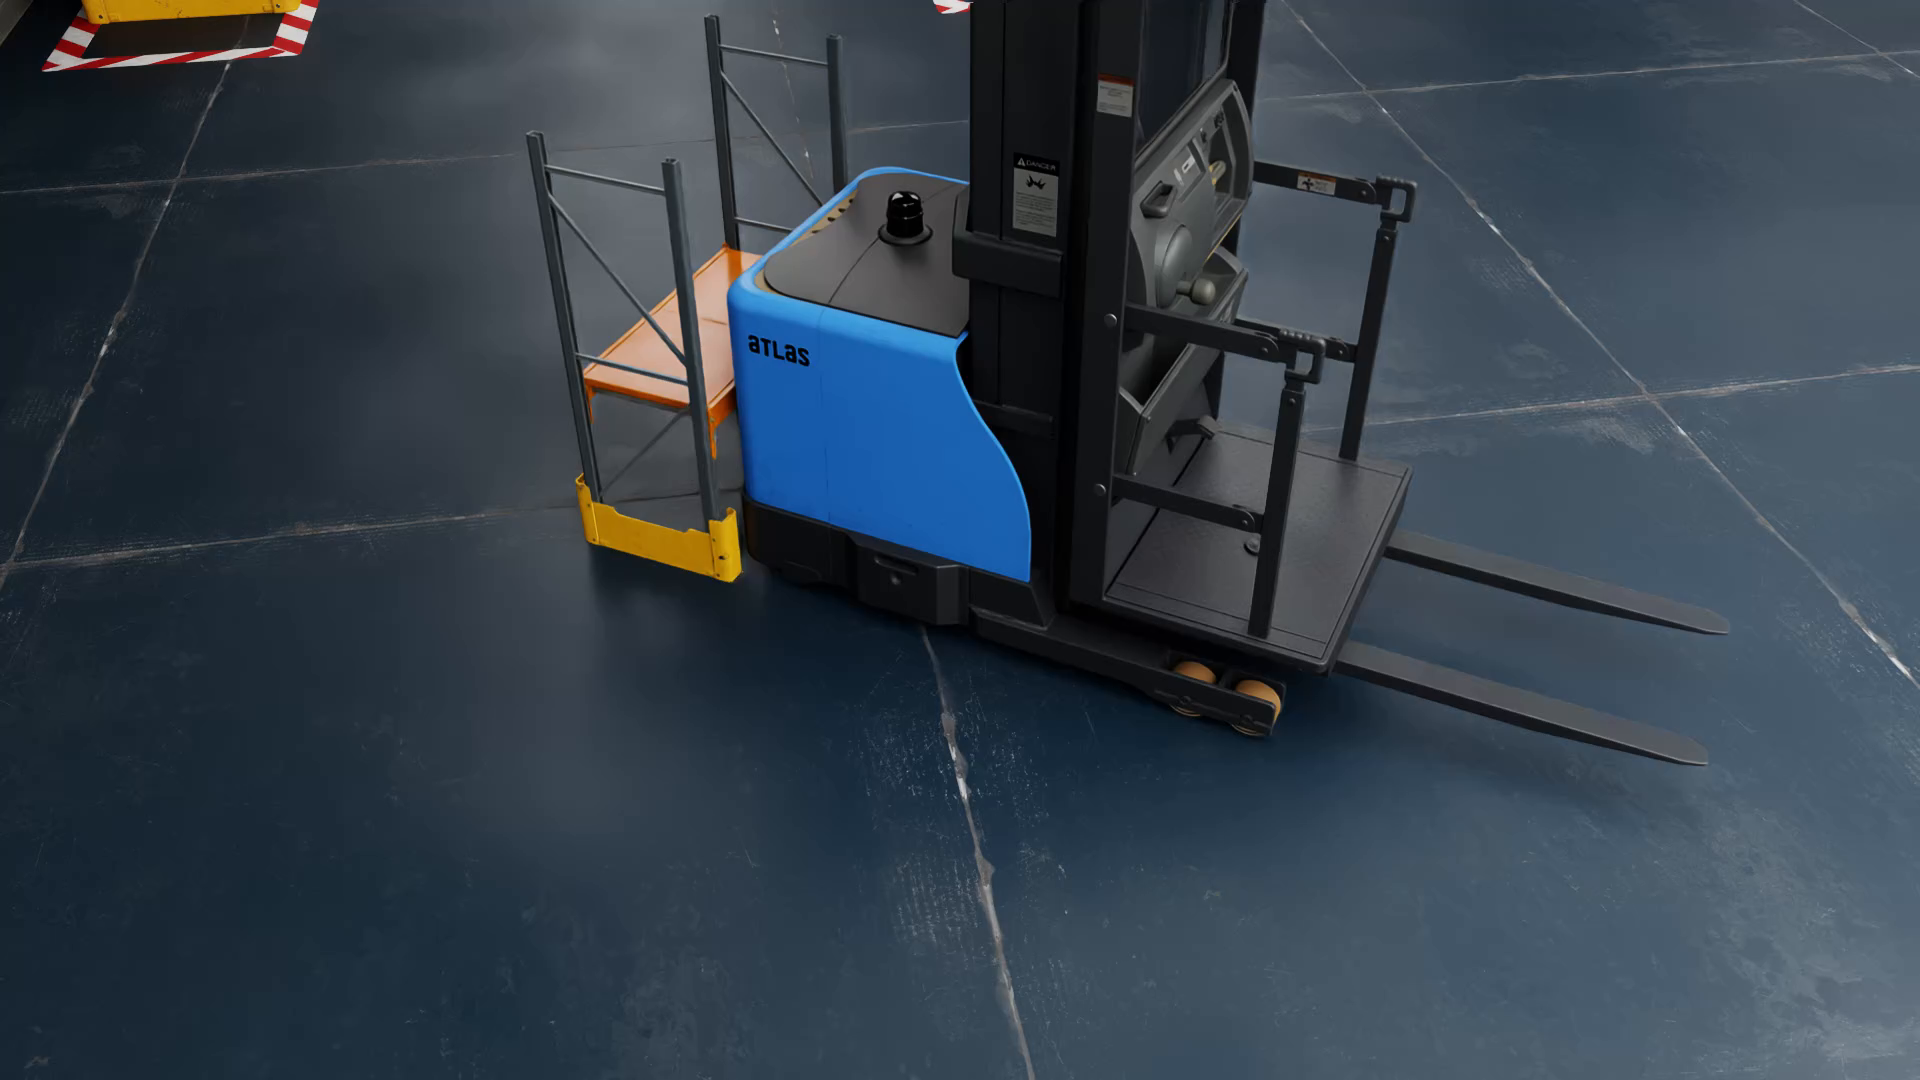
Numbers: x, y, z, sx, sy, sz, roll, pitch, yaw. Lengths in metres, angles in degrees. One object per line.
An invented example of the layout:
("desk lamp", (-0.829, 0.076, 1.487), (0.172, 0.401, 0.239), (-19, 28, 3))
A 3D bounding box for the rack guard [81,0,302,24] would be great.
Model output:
("rack guard", (-4.484, -3.328, 9.626), (1.175, 0.500, 0.348), (-6, 38, -8))

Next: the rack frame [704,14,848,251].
("rack frame", (-0.621, -1.103, 5.948), (0.500, 1.500, 0.032), (15, 40, 18))

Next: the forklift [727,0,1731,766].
("forklift", (0.837, -0.944, 4.576), (3.031, 2.935, 1.130), (16, 41, 20))

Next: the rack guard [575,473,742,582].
("rack guard", (-1.016, -0.048, 5.608), (0.587, 0.250, 0.087), (15, 40, 18))

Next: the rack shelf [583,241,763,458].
("rack shelf", (-0.822, -0.675, 5.690), (0.538, 0.185, 1.000), (15, 40, 18))

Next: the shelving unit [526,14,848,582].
("shelving unit", (-0.819, -0.822, 5.586), (0.587, 1.500, 1.083), (15, 40, 18))

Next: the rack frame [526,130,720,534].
("rack frame", (-1.024, -0.531, 5.211), (0.500, 1.500, 0.032), (15, 40, 18))
